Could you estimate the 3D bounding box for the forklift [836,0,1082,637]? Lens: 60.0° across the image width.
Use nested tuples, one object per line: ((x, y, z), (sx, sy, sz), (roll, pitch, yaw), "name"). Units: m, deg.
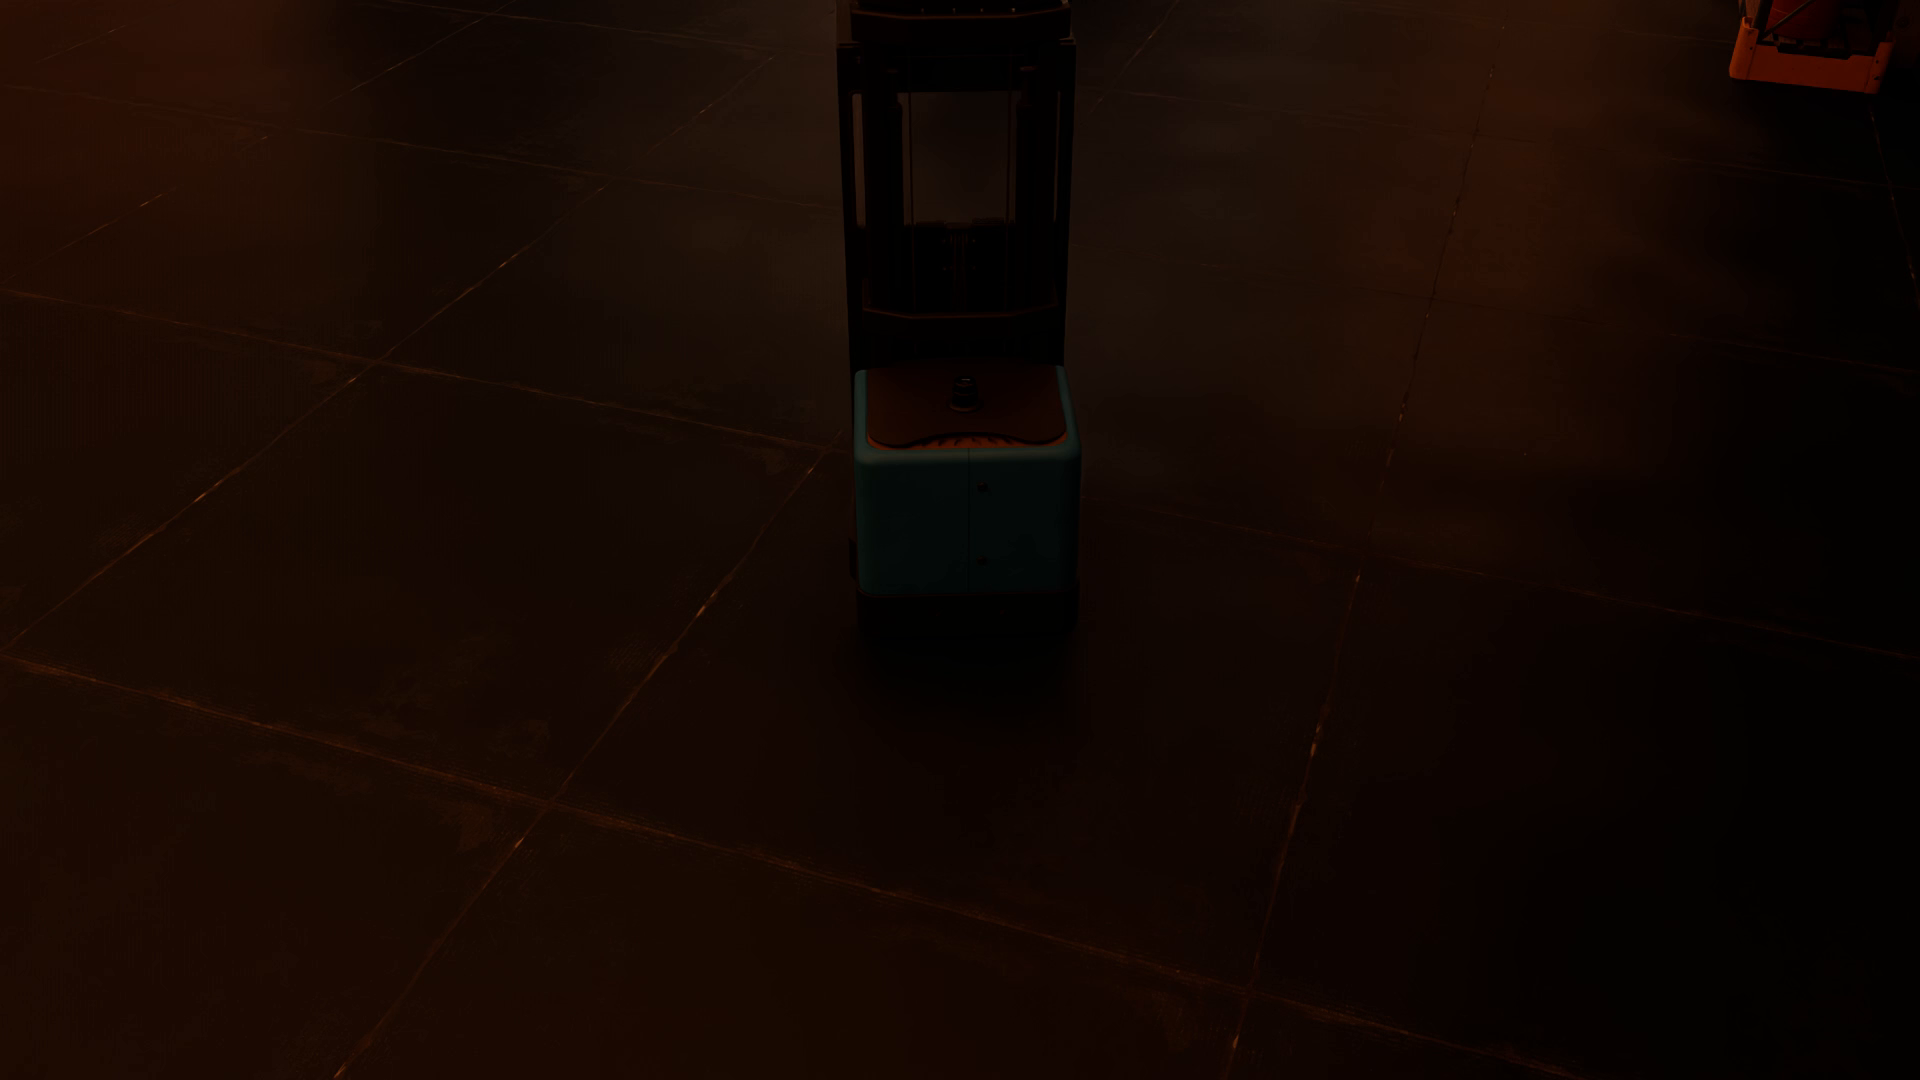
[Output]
((-0.030, -1.562, 8.314), (1.130, 2.935, 3.031), (-2, 35, -2), "forklift")
